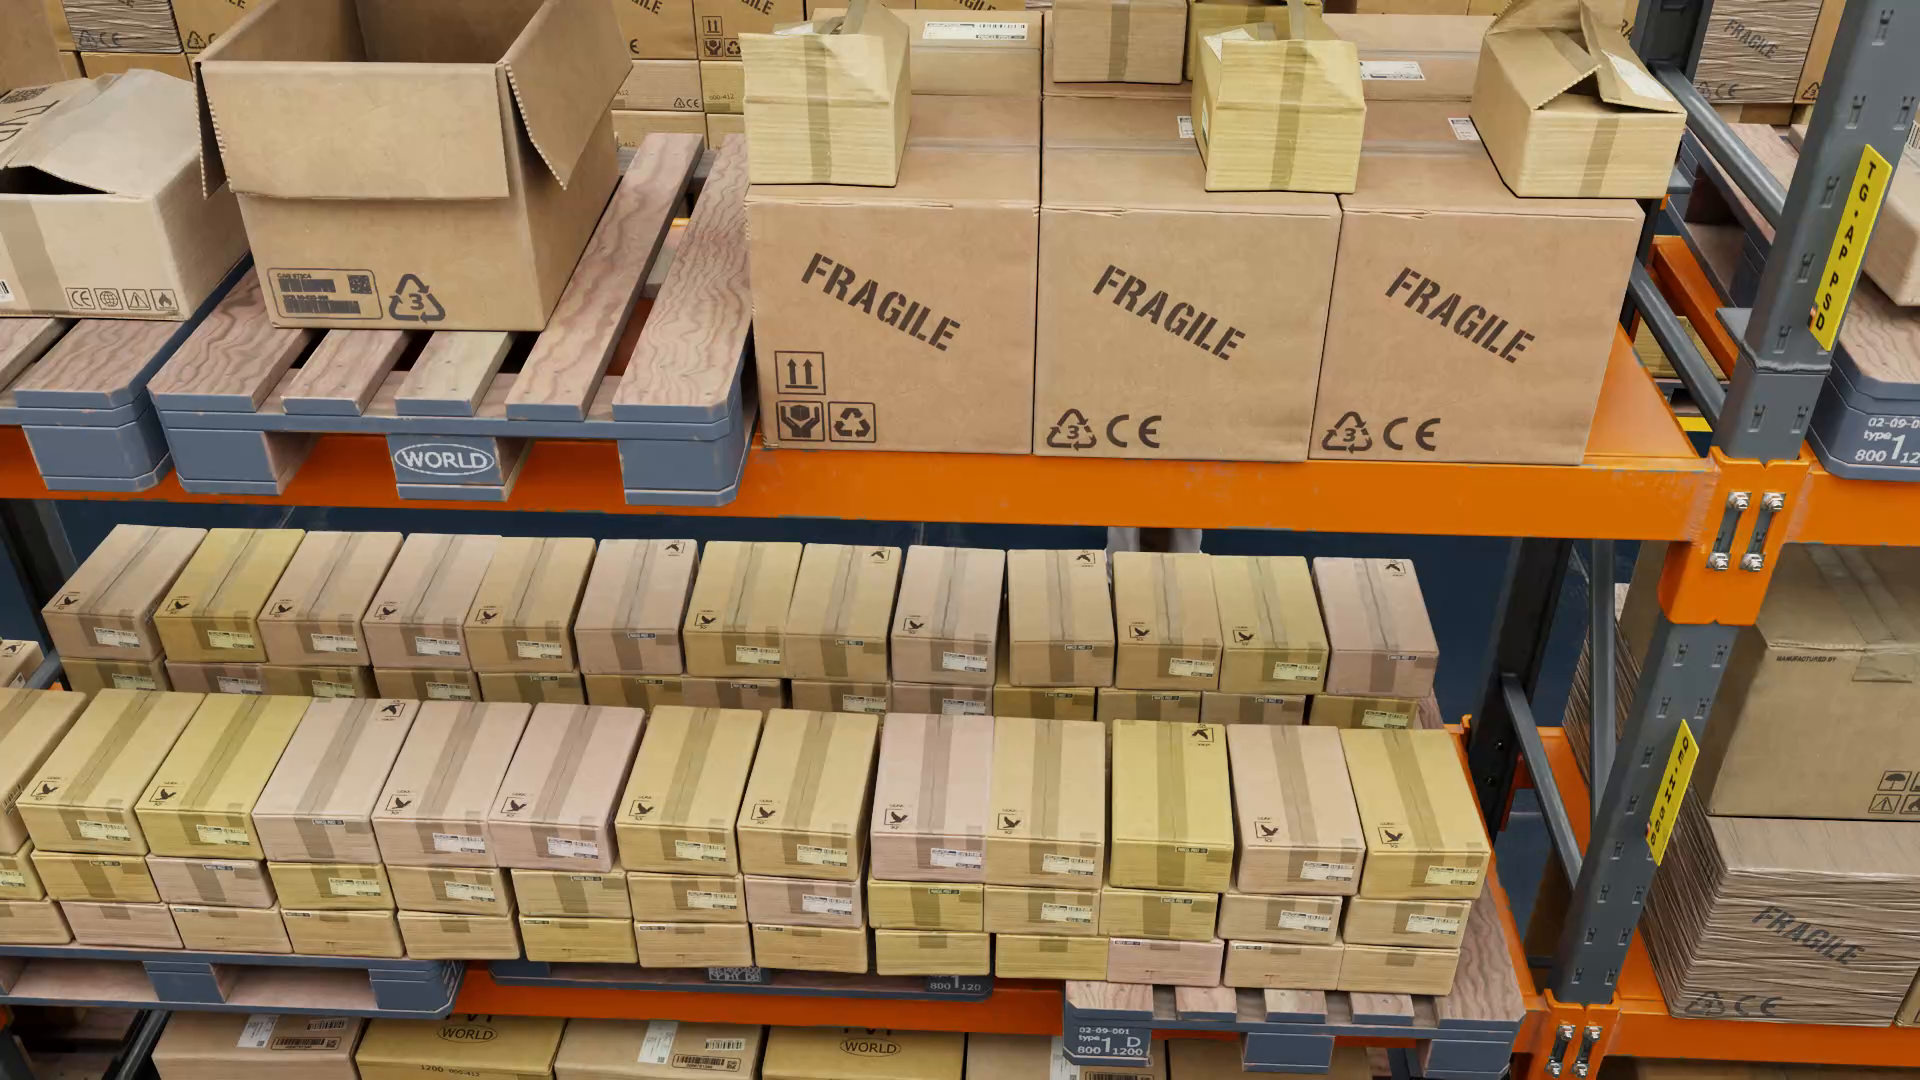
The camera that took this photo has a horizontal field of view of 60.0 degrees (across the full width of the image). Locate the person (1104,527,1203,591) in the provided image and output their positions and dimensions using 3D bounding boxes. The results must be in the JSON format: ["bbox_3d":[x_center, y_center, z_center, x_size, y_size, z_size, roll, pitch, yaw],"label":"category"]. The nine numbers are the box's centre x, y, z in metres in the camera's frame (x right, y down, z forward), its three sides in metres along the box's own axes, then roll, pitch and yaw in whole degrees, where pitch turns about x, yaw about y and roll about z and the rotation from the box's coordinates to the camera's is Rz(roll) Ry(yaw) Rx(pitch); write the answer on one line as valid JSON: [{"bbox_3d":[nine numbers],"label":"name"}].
[{"bbox_3d":[0.825,-0.525,6.903,0.644,1.774,0.425,2,35,2],"label":"person"}]
